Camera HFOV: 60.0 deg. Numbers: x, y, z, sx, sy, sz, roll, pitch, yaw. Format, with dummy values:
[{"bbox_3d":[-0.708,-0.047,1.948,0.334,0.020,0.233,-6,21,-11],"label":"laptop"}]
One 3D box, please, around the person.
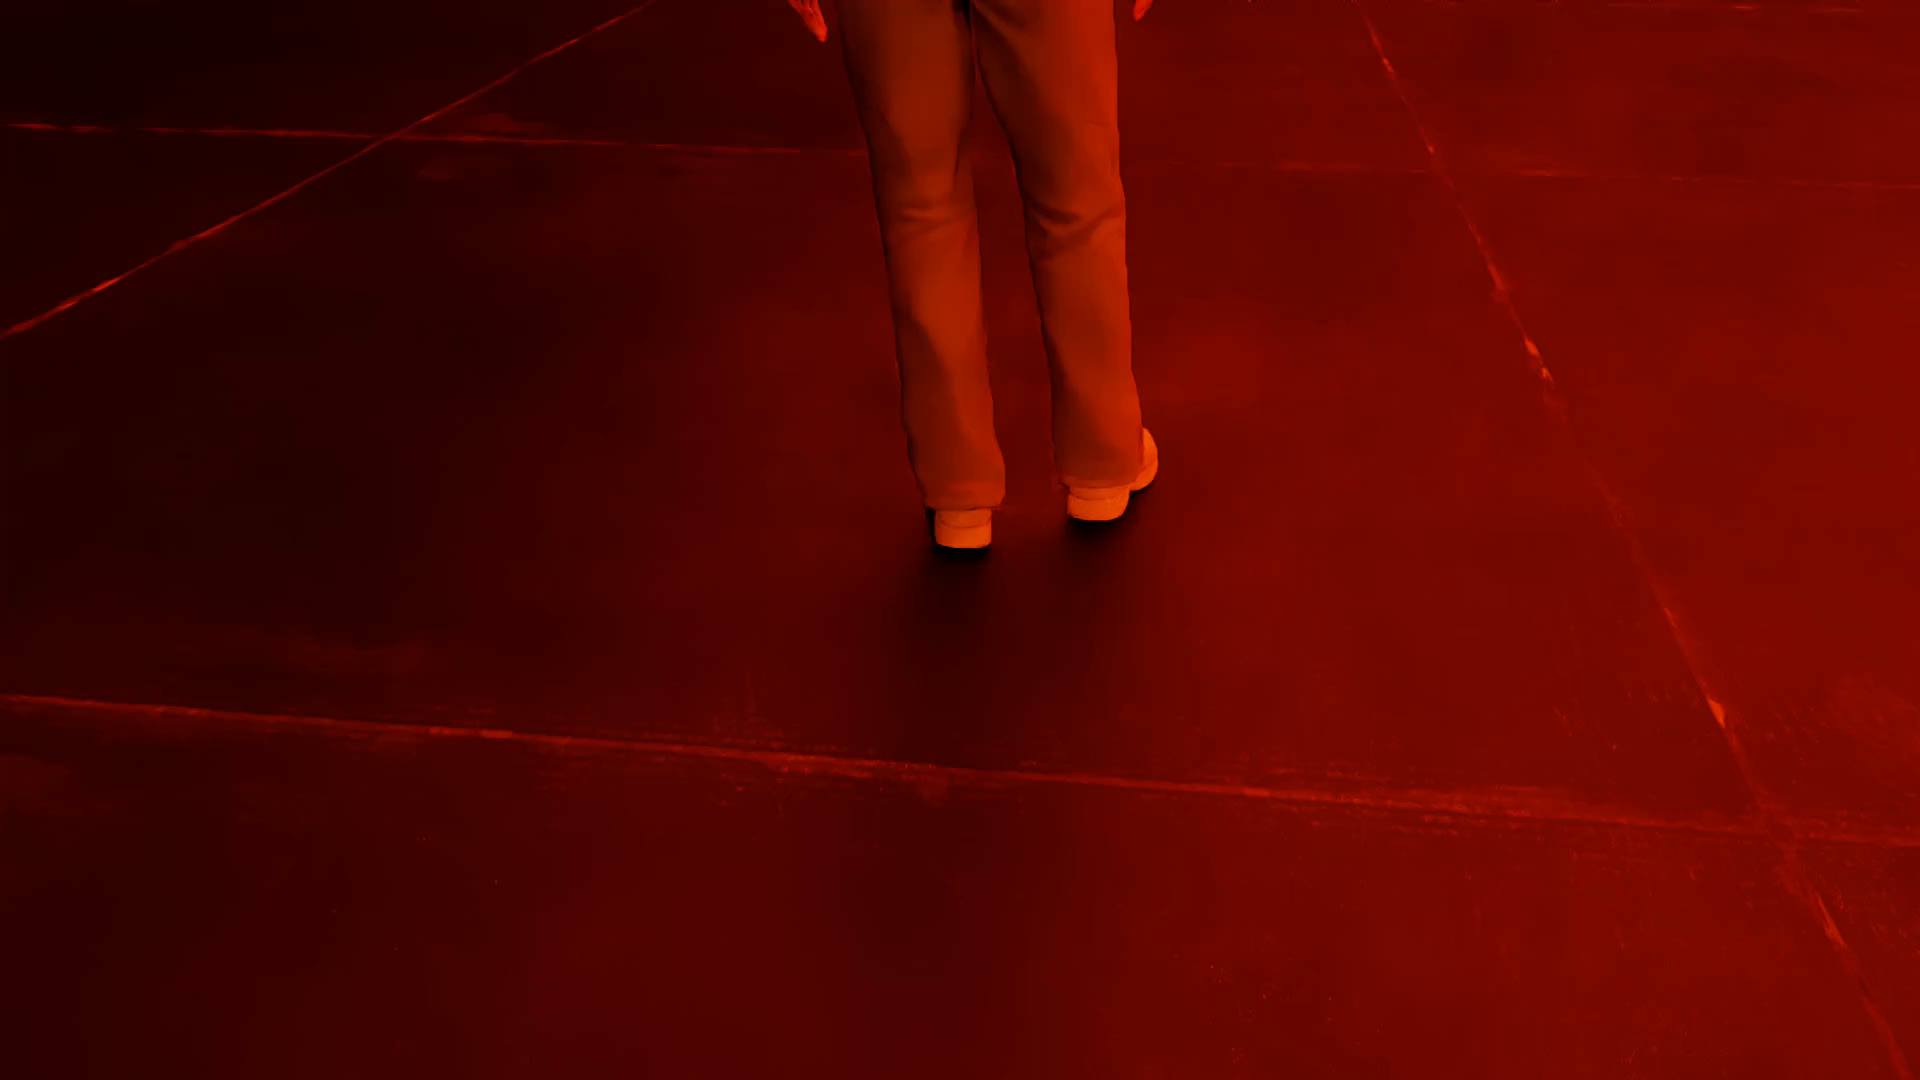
[{"bbox_3d":[0.023,-0.788,2.187,0.550,1.674,0.548,3,27,7],"label":"person"}]
